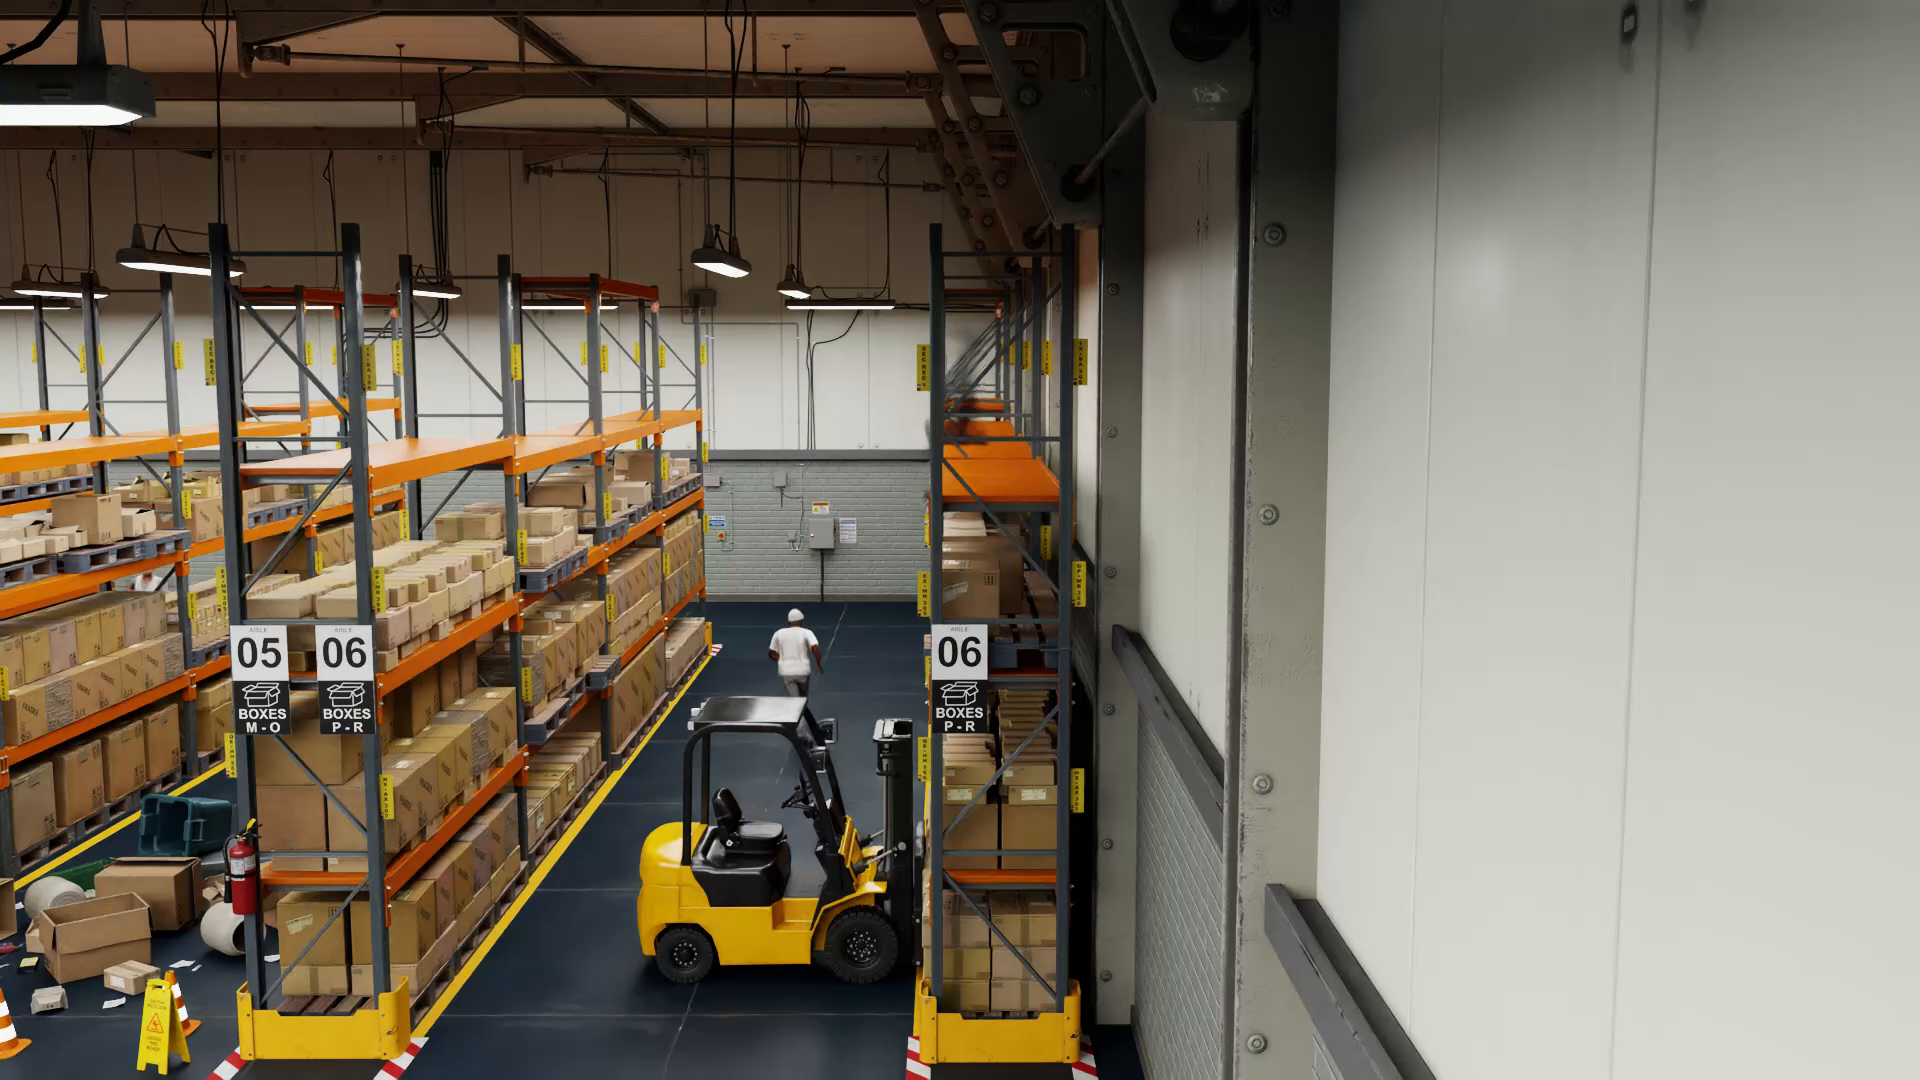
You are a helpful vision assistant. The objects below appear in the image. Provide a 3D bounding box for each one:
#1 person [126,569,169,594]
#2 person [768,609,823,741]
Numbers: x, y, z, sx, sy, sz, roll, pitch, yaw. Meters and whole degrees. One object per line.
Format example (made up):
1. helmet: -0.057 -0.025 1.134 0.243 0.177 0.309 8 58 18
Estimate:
1. person: -12.925 1.219 26.441 0.680 1.839 0.856 -2 7 -15
2. person: -2.165 1.801 21.842 0.725 1.708 0.880 0 7 -1
